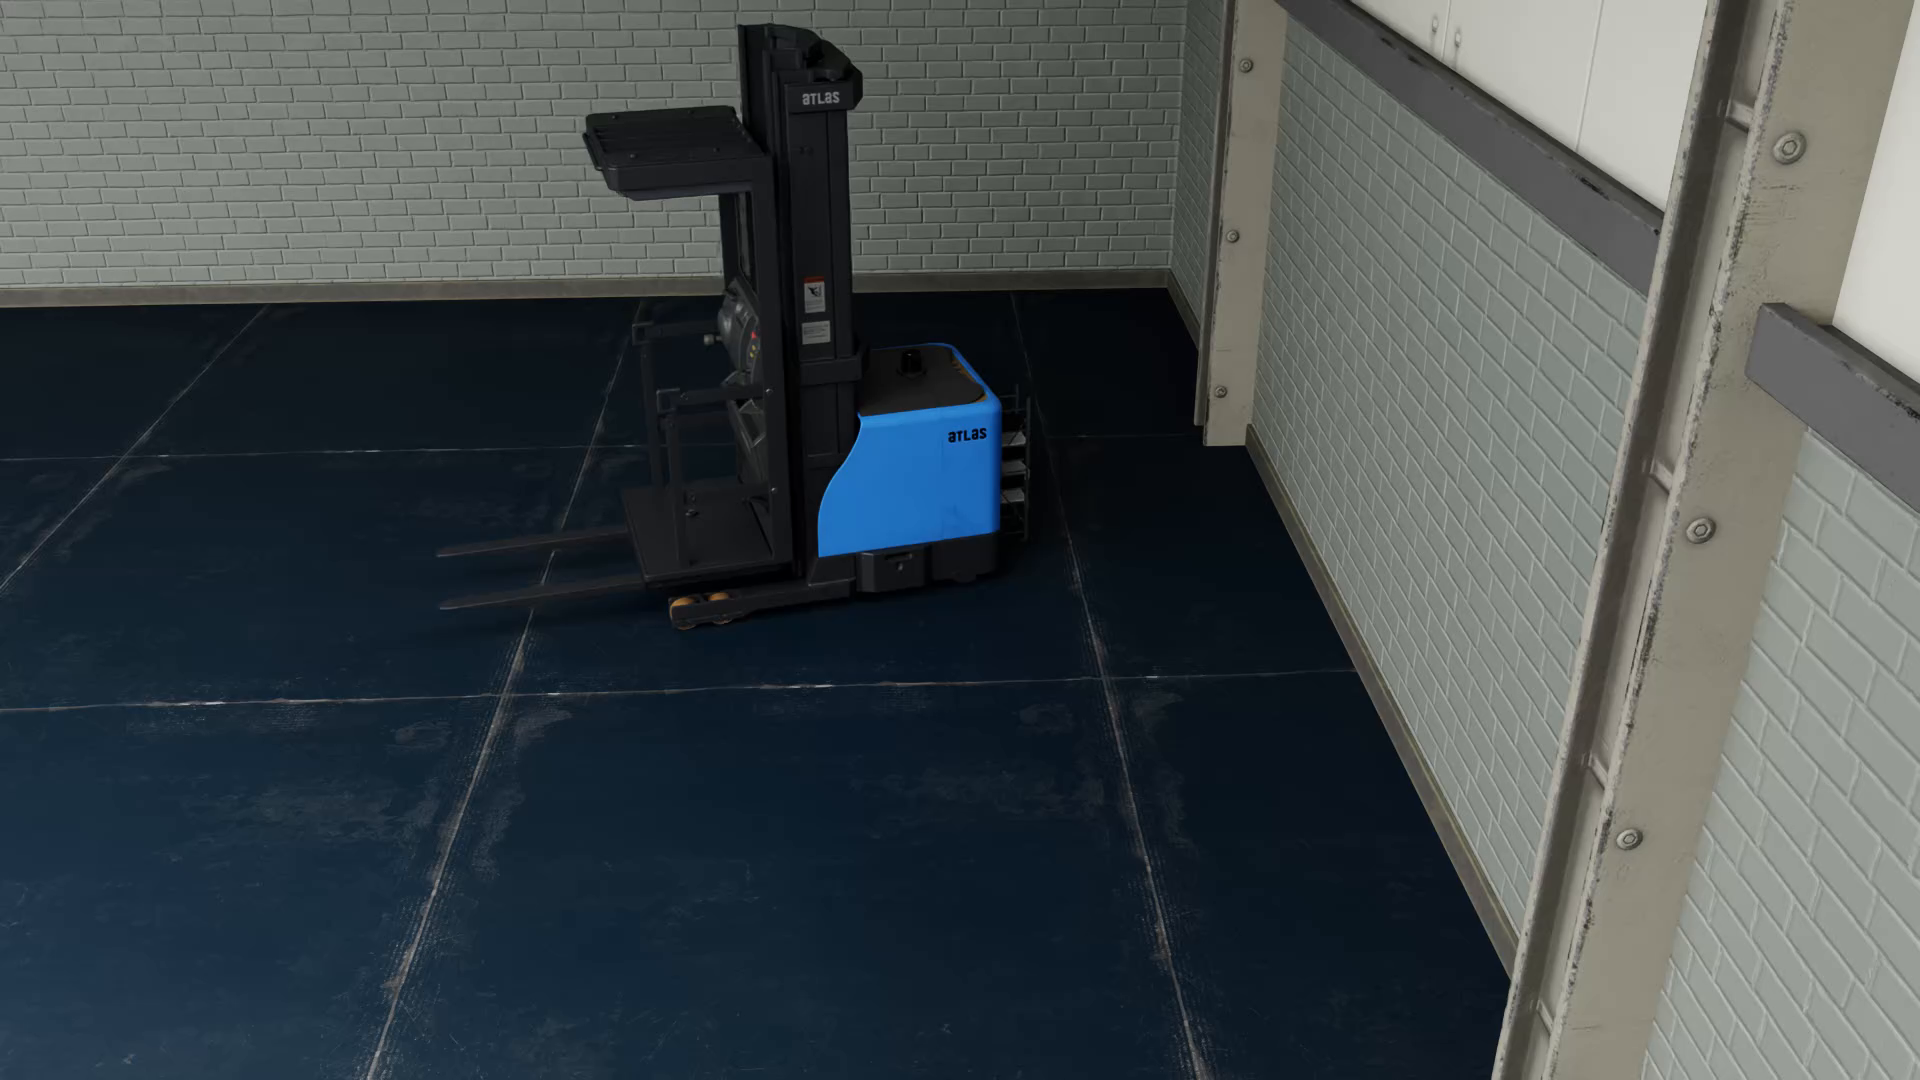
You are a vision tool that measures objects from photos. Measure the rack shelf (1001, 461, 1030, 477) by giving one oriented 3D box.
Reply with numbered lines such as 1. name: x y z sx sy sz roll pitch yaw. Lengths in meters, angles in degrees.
1. rack shelf: 0.251 -0.398 9.612 0.258 0.077 0.200 -8 29 -15

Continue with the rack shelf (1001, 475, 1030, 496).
1. rack shelf: 0.251 -0.318 9.653 0.258 0.077 0.200 -8 29 -15

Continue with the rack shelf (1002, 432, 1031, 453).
1. rack shelf: 0.251 -0.558 9.529 0.258 0.077 0.200 -8 29 -15

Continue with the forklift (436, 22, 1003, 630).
1. forklift: -1.336 -1.097 8.683 3.031 2.935 1.130 -8 29 -15

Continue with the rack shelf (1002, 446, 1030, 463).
1. rack shelf: 0.251 -0.478 9.570 0.258 0.077 0.200 -8 29 -15

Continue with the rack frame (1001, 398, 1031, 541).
1. rack frame: 0.280 -0.383 9.510 0.240 0.900 0.006 -8 29 -15

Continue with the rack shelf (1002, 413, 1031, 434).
1. rack shelf: 0.251 -0.638 9.487 0.258 0.077 0.200 -8 29 -15

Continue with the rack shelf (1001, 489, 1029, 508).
1. rack shelf: 0.250 -0.239 9.695 0.258 0.077 0.200 -8 29 -15

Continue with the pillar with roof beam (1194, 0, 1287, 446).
1. pillar with roof beam: -2.550 -4.600 8.838 9.100 9.000 0.400 -1 28 -3

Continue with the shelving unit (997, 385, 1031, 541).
1. shelving unit: 0.251 -0.428 9.597 0.258 0.900 0.210 -8 29 -15

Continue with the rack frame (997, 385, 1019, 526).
1. rack frame: 0.221 -0.473 9.683 0.240 0.900 0.006 -8 29 -15
